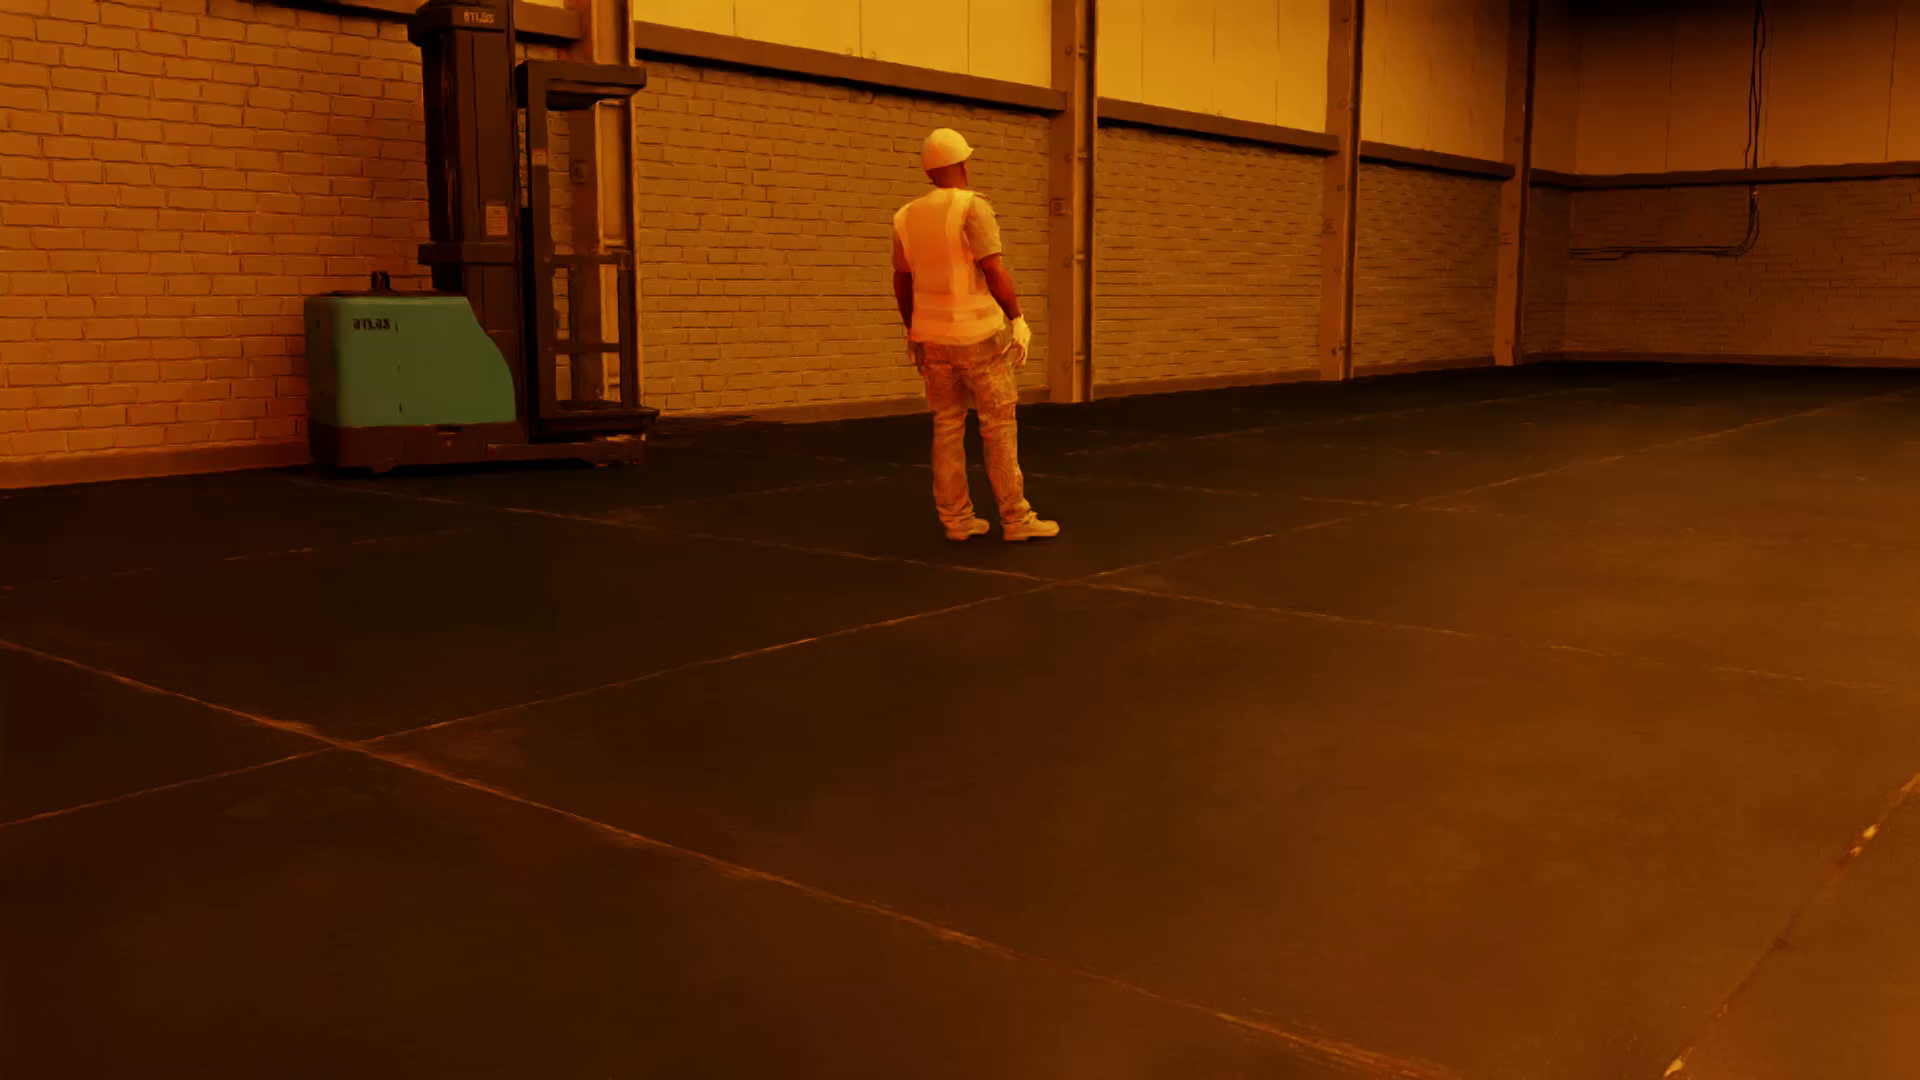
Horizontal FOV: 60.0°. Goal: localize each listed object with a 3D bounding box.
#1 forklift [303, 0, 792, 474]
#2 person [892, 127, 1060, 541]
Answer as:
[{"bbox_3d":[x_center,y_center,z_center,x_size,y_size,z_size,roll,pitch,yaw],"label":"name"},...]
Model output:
[{"bbox_3d":[-2.627,-1.979,10.804,3.031,2.935,1.130,-5,10,-31],"label":"forklift"},{"bbox_3d":[0.052,-0.896,7.325,0.655,1.782,0.576,7,11,38],"label":"person"}]
